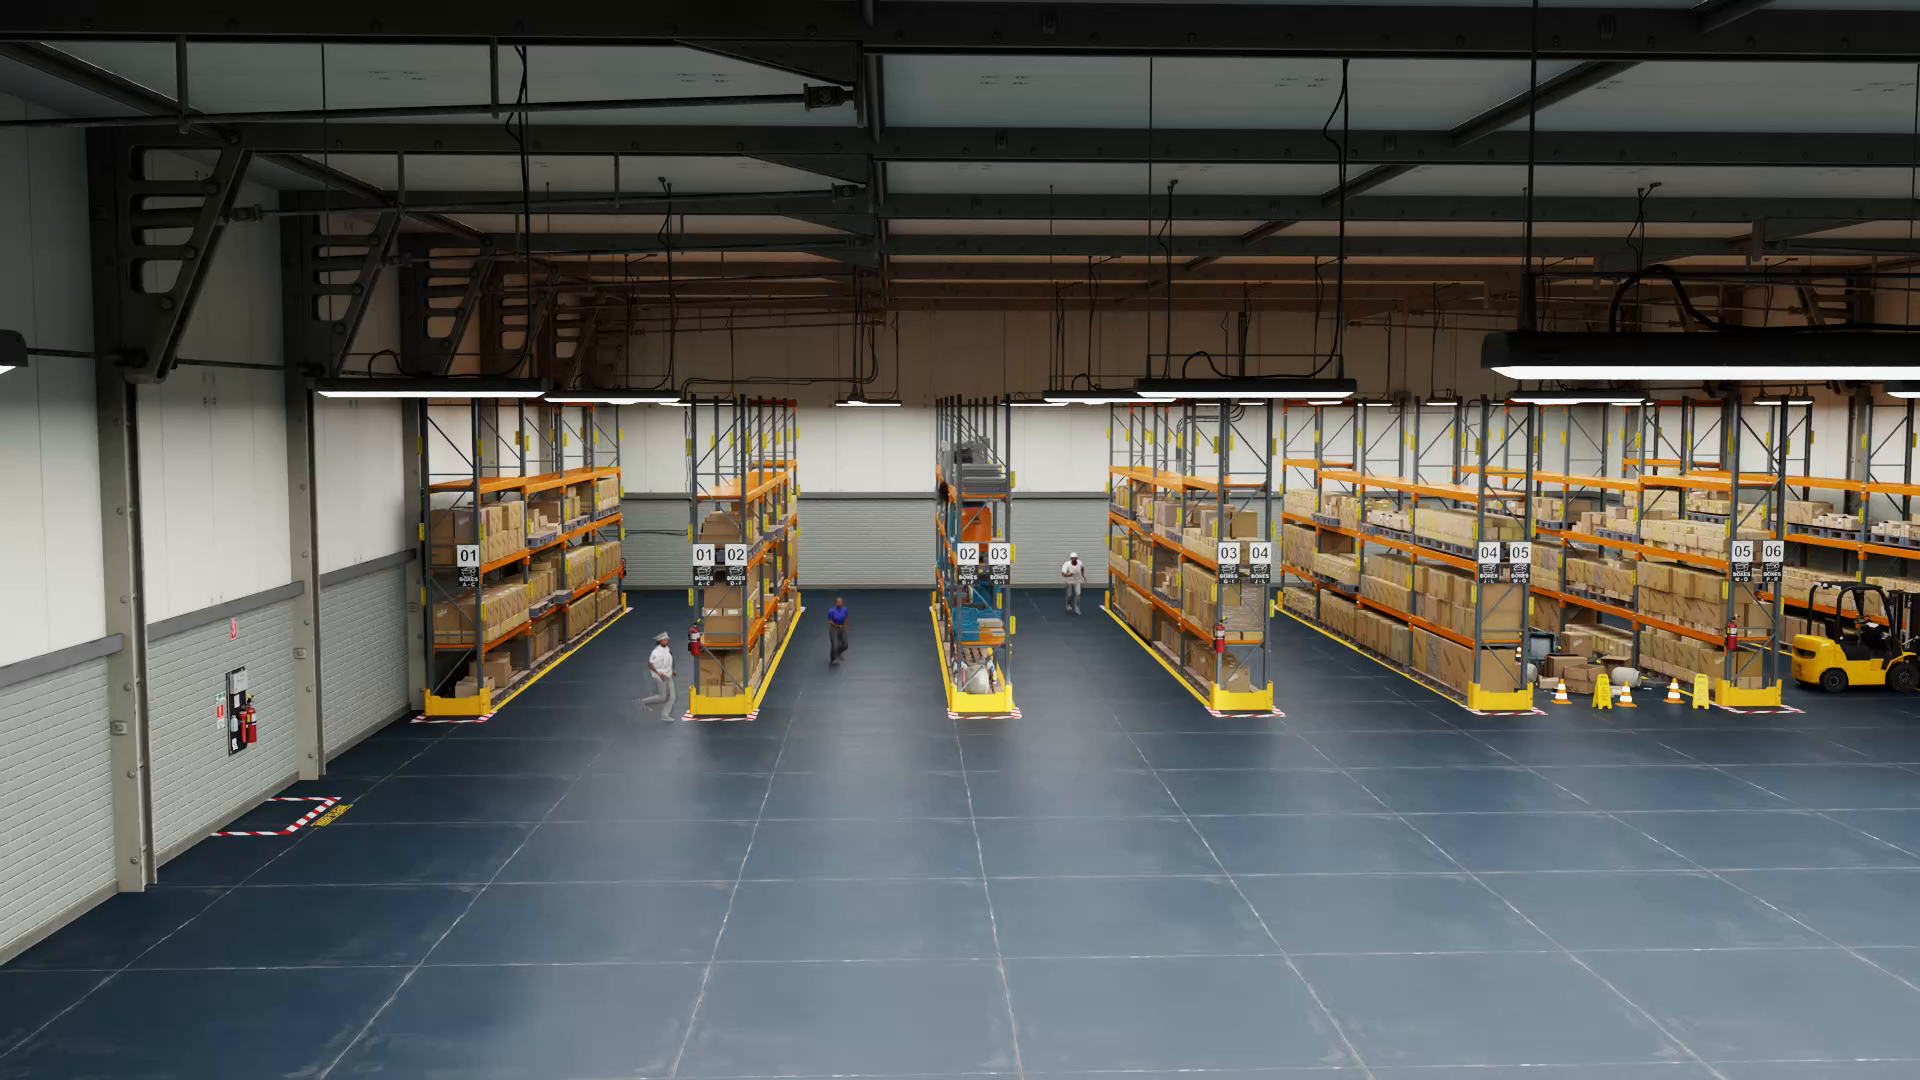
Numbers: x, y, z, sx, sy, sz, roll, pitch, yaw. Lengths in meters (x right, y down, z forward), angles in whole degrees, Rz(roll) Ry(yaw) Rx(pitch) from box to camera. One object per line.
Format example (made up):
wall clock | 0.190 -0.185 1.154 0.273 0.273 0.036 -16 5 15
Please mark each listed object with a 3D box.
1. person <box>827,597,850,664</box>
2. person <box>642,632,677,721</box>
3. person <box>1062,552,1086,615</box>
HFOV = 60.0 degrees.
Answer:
person | -2.717 2.035 37.234 0.564 1.532 0.713 -2 5 -25
person | -5.518 2.503 30.552 0.653 1.651 0.586 2 5 27
person | 3.180 1.195 46.568 0.723 1.735 0.980 -1 5 -7
